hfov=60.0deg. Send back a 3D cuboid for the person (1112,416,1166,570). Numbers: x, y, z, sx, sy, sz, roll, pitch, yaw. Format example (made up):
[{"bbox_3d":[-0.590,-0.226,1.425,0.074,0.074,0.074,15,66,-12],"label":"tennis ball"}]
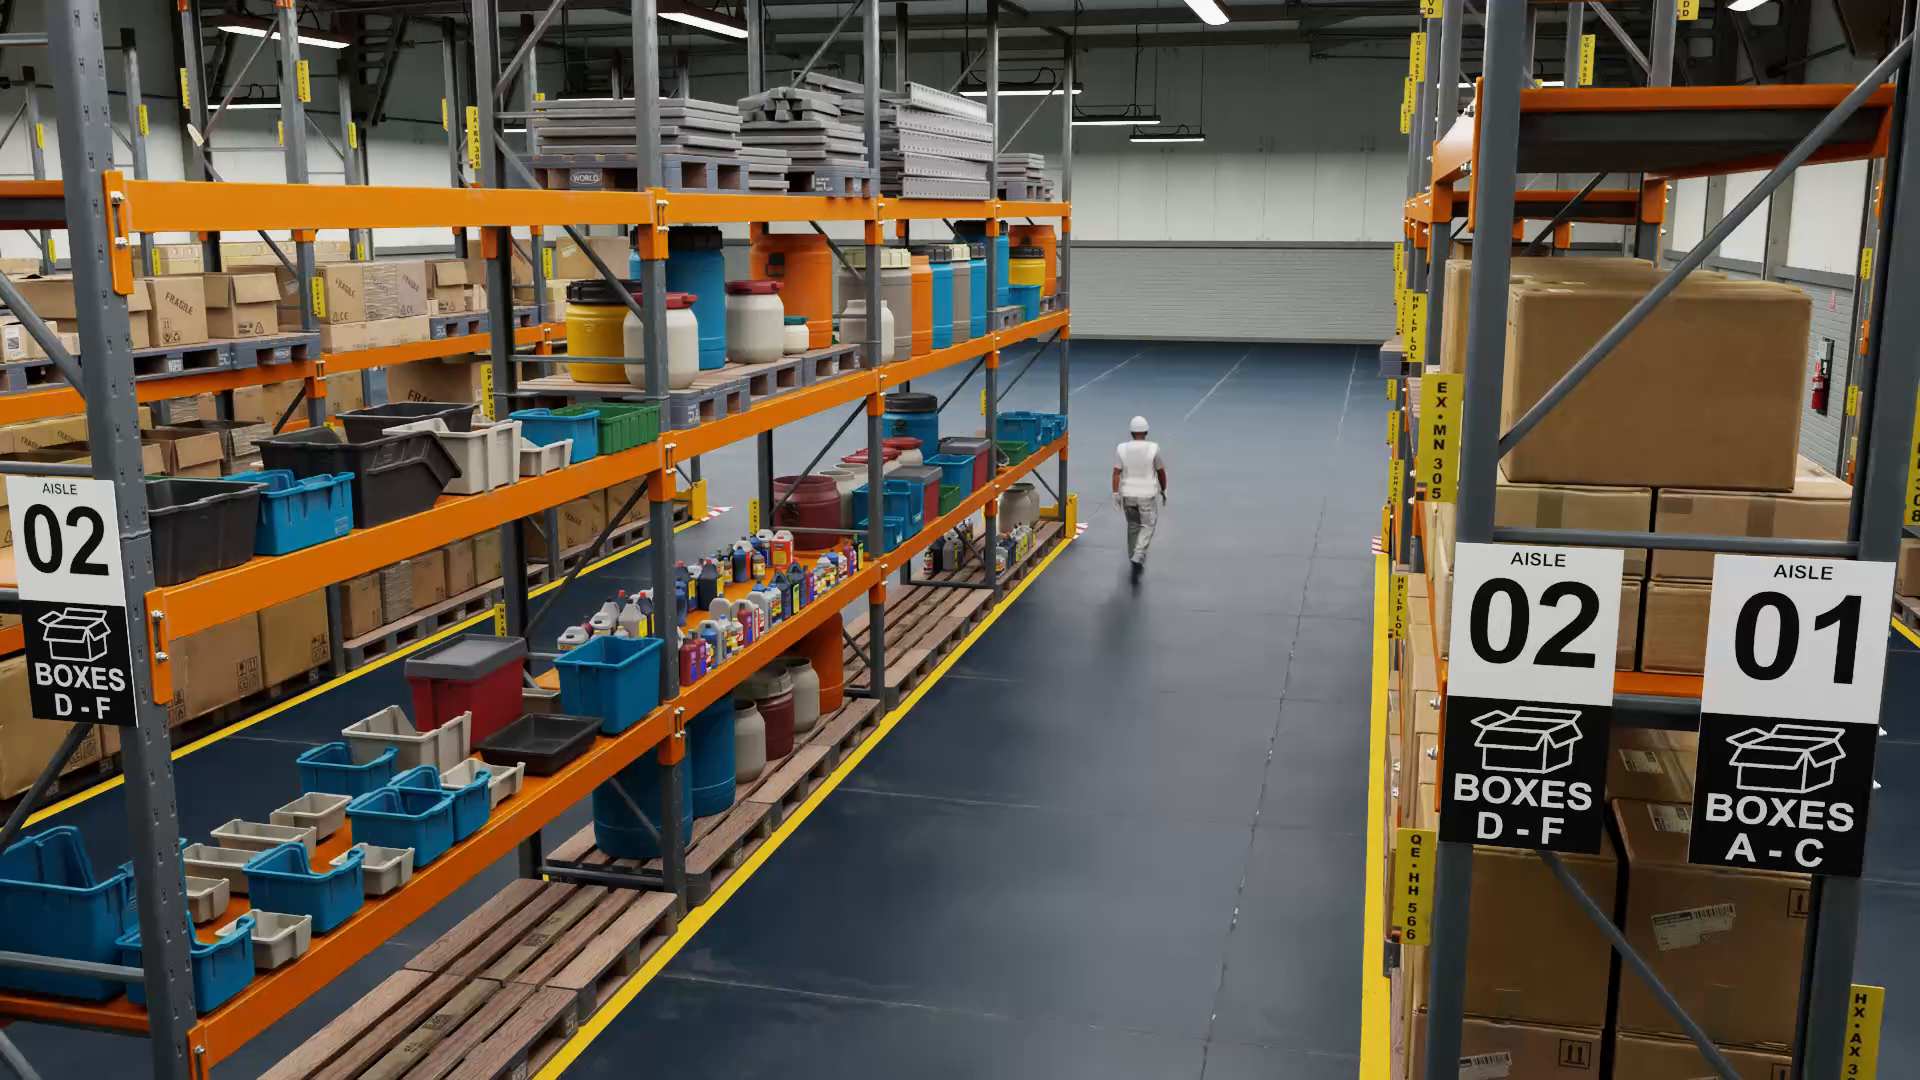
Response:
[{"bbox_3d":[2.001,-0.507,18.609,0.570,1.752,0.976,4,12,19],"label":"person"}]
